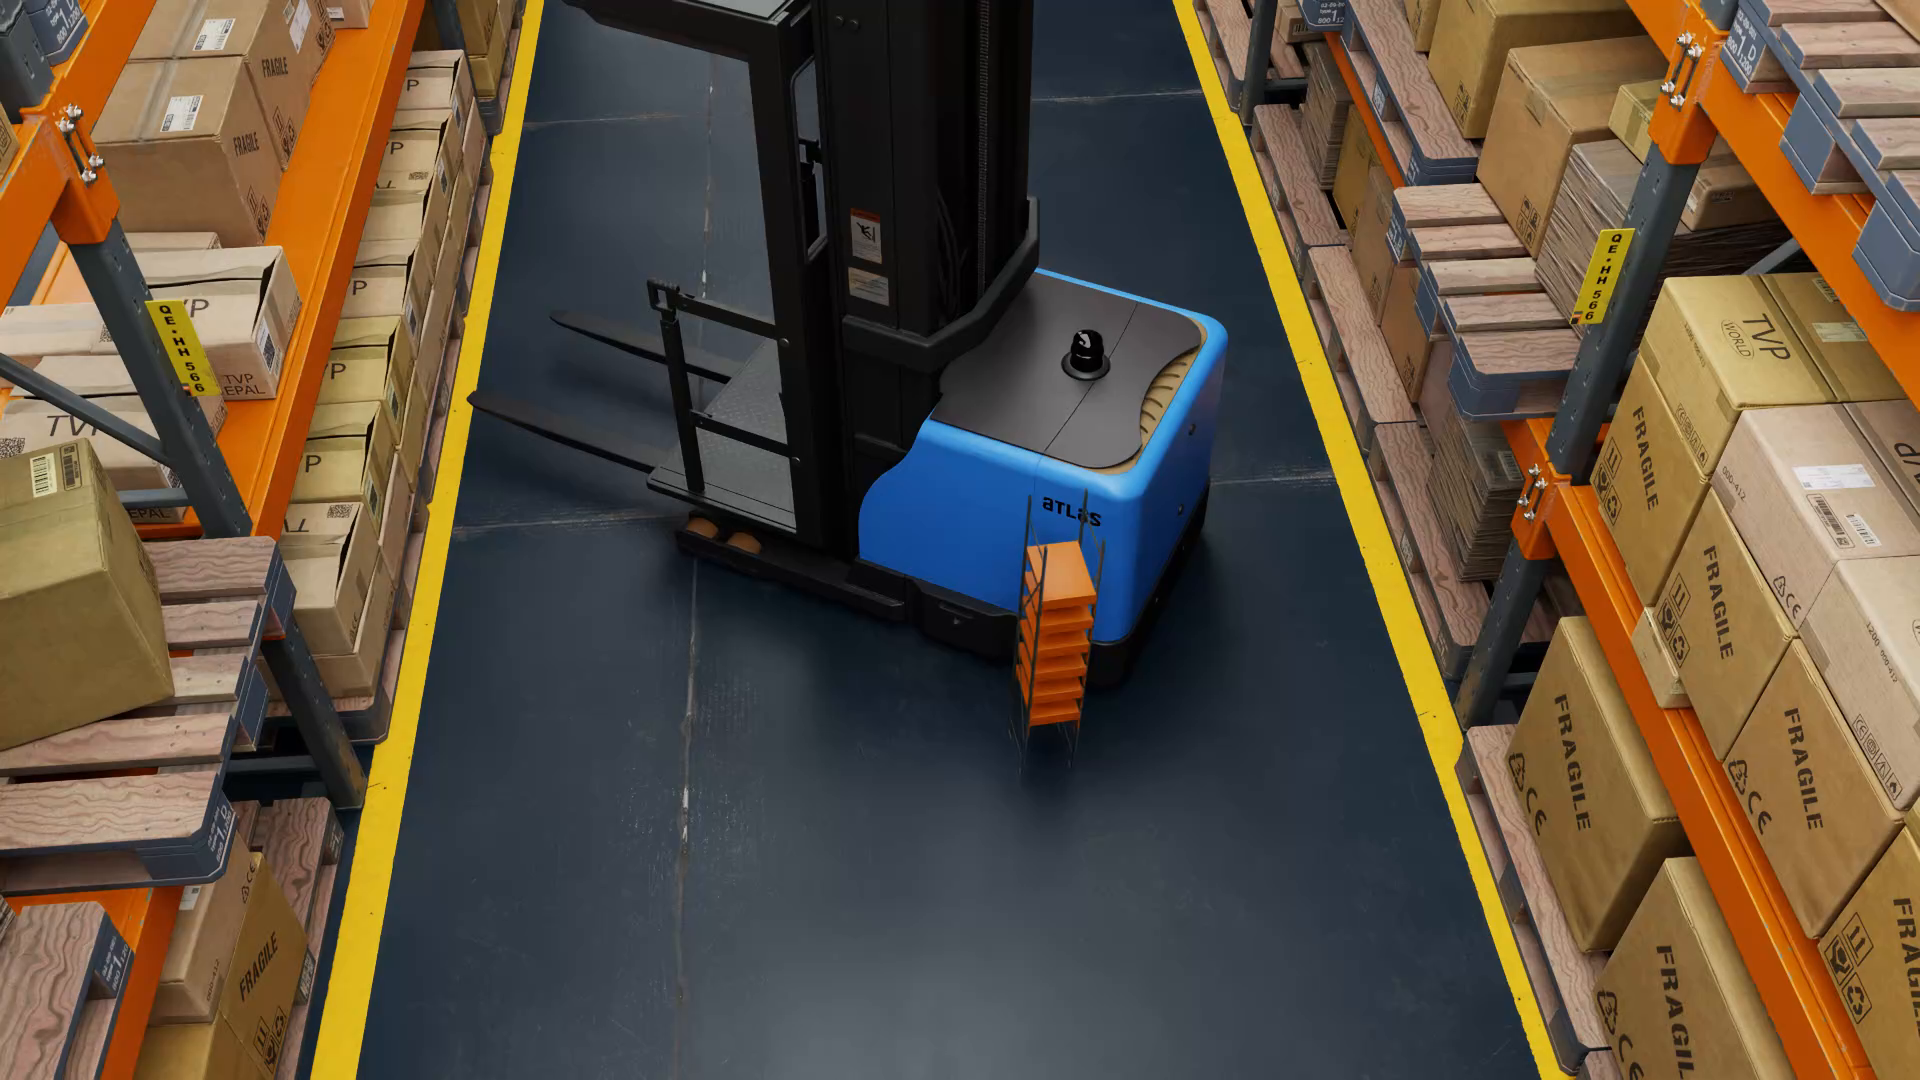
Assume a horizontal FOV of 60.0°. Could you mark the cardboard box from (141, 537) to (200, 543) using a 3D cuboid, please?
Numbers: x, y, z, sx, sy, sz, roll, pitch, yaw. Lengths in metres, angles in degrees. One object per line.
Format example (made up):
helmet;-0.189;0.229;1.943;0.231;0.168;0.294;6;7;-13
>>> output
cardboard box;-2.895;0.148;5.762;0.500;0.311;0.500;-2;47;-2

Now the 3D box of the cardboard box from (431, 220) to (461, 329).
cardboard box;-2.533;-1.170;7.397;0.500;0.250;0.500;-3;47;-2

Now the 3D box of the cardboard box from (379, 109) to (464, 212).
cardboard box;-2.571;-1.730;7.541;0.500;0.311;0.500;-2;47;-2

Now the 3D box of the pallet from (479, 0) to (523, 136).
pallet;-2.965;-2.609;9.076;1.003;0.211;1.213;-3;47;-3

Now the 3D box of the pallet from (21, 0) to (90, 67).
pallet;-2.751;-1.548;4.214;1.213;0.211;1.003;-2;47;-1

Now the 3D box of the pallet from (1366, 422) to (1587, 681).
pallet;2.267;-0.006;6.611;1.003;0.211;1.213;-3;47;-3

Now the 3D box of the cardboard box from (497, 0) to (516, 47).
cardboard box;-2.714;-2.905;9.040;0.500;0.250;0.500;-3;47;-3

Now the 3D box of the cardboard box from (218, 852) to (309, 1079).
cardboard box;-2.293;1.275;4.896;0.500;0.500;0.500;-2;47;-2

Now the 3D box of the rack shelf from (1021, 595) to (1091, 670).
rack shelf;0.313;0.294;5.536;0.180;0.103;0.258;-7;47;-9

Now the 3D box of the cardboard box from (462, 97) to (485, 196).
cardboard box;-2.617;-1.907;8.094;0.500;0.250;0.500;-4;47;-4

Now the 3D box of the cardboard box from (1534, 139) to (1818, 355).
cardboard box;2.281;-0.925;5.188;0.700;0.500;0.500;-8;47;-8

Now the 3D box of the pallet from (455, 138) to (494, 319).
pallet;-2.840;-1.501;8.026;1.003;0.211;1.213;-3;47;-3

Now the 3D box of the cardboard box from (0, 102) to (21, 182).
cardboard box;-2.535;-0.848;3.353;0.910;0.500;0.500;-3;47;-3

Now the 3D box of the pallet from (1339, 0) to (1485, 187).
pallet;2.124;-1.764;6.486;1.003;0.211;1.213;-3;47;-3

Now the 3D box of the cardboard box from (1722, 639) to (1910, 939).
cardboard box;2.191;0.562;3.864;0.500;0.500;0.500;-4;47;-3

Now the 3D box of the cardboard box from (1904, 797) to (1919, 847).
cardboard box;2.252;0.662;3.253;0.500;0.250;0.500;-4;47;-4

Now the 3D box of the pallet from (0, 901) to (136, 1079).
pallet;-2.438;1.377;3.512;1.003;0.211;1.213;-3;47;-3

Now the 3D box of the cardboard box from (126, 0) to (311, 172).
cardboard box;-2.806;-1.724;6.248;0.500;0.500;0.500;-3;47;-3

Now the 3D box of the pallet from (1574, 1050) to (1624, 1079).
pallet;2.421;2.015;4.697;1.003;0.211;1.213;-3;47;-3

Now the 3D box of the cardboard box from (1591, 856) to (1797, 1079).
cardboard box;2.328;1.369;4.579;0.750;0.750;0.750;-4;47;-3

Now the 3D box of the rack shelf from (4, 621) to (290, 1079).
rack shelf;-2.438;1.598;3.666;1.077;0.370;4.000;-3;47;-3

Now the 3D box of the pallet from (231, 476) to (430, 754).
pallet;-2.635;0.265;6.354;1.003;0.211;1.213;-3;47;-3

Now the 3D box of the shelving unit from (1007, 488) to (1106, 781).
shelving unit;0.310;0.347;5.591;0.189;1.200;0.258;-7;47;-9

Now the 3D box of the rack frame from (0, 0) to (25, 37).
rack frame;-2.605;-2.159;2.597;1.000;3.000;0.127;-3;47;-3

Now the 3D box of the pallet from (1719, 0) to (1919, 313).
pallet;2.437;-0.904;3.604;1.213;0.211;1.003;-2;47;-1

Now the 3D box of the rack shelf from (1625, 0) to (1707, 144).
rack shelf;2.163;-2.631;5.605;1.077;0.370;4.000;-3;47;-3

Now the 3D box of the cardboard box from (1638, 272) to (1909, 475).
cardboard box;2.114;-0.436;4.293;0.500;0.250;0.500;-2;47;-2

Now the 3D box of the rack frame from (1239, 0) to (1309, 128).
rack frame;1.996;-3.294;7.804;1.000;3.000;0.127;-3;47;-3

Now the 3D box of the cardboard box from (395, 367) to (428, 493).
cardboard box;-2.449;-0.431;6.697;0.500;0.250;0.500;-5;47;-4

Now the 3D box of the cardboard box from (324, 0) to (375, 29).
cardboard box;-2.684;-2.319;6.973;0.396;0.266;0.258;-5;47;-4

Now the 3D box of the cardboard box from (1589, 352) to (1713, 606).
cardboard box;2.116;-0.176;4.564;0.500;0.500;0.500;-2;47;-2

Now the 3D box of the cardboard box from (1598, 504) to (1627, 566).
cardboard box;2.127;-0.068;4.908;0.380;0.149;0.250;-4;47;-4

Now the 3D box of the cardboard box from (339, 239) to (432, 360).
cardboard box;-2.493;-1.005;6.854;0.500;0.311;0.500;-4;47;-4

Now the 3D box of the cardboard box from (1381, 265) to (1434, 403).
cardboard box;2.221;-0.947;6.999;0.700;0.500;0.500;-4;47;-4

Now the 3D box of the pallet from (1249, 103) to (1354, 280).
pallet;2.062;-1.772;8.283;1.003;0.211;1.213;-3;47;-3

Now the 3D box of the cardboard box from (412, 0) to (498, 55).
cardboard box;-2.667;-2.801;8.425;0.500;0.500;0.500;-3;47;-3

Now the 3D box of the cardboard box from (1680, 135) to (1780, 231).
cardboard box;2.272;-1.056;4.866;0.380;0.149;0.250;-9;47;-8

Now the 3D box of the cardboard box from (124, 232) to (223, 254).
cardboard box;-2.768;-0.929;5.737;0.380;0.149;0.250;0;47;0

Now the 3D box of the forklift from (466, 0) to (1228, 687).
forklift;-0.571;-1.202;5.869;3.031;2.935;1.130;19;49;17

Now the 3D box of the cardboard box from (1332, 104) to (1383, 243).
cardboard box;2.167;-1.683;7.697;0.700;0.500;0.500;-4;47;-4

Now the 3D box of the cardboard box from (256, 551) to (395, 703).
cardboard box;-2.357;0.308;5.997;0.500;0.250;0.500;-4;47;-3

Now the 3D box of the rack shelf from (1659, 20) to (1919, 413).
rack shelf;2.498;0.263;2.864;1.077;0.370;4.000;-3;47;-3

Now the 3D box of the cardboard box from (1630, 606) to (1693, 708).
cardboard box;2.078;0.312;4.548;0.380;0.149;0.250;-2;47;-2

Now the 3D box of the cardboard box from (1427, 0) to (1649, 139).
cardboard box;2.155;-1.825;6.041;0.700;0.500;0.500;-3;47;-3

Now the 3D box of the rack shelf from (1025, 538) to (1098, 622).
rack shelf;0.321;0.128;5.363;0.180;0.103;0.258;-7;47;-9

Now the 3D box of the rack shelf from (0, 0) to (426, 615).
rack shelf;-2.773;-1.296;6.407;1.077;0.370;4.000;-3;47;-3

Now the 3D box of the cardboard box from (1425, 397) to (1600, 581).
cardboard box;2.218;-0.209;6.301;0.700;0.500;0.500;-3;47;-3

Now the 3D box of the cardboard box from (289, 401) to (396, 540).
cardboard box;-2.409;-0.264;6.153;0.500;0.311;0.500;-5;47;-4

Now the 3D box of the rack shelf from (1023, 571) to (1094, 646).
rack shelf;0.317;0.211;5.450;0.180;0.103;0.258;-7;47;-9

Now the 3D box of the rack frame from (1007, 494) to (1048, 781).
rack frame;0.220;0.357;5.576;0.006;1.200;0.240;-7;47;-9

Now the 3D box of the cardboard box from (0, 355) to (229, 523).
cardboard box;-2.592;-0.331;5.059;0.500;0.311;0.500;-1;47;-1

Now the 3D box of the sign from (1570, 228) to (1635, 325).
sign;1.791;-0.731;4.633;0.100;0.325;0.005;-3;47;-3

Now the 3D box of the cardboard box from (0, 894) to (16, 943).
cardboard box;-2.554;0.847;3.524;0.700;0.500;0.500;4;47;4
